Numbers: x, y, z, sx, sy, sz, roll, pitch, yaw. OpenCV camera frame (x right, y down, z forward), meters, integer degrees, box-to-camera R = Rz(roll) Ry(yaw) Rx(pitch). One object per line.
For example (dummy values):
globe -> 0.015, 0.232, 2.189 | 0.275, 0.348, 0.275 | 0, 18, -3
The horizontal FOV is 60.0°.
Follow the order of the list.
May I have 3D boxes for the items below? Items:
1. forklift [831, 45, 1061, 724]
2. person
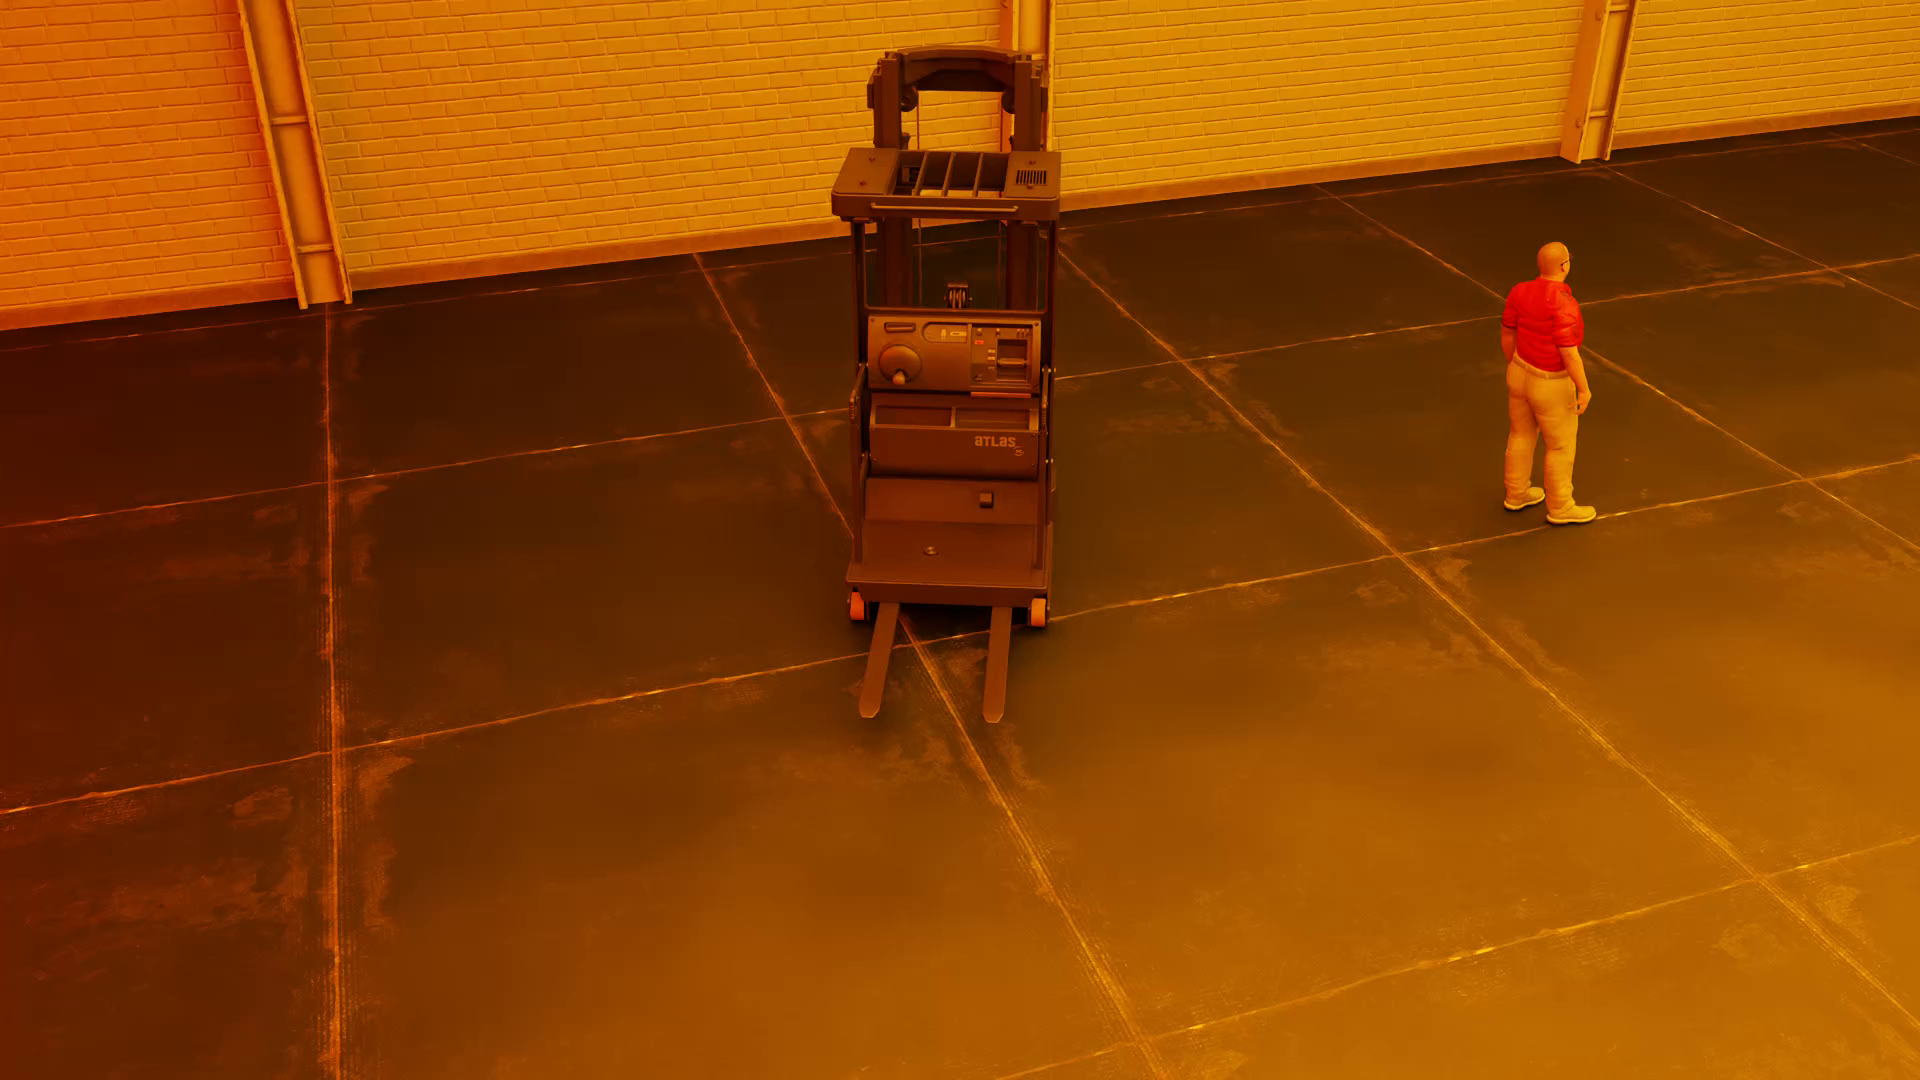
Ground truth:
forklift -> -0.044, -0.958, 8.751 | 1.130, 2.935, 3.031 | 2, 30, 3
person -> 3.551, -0.956, 9.940 | 0.551, 1.727, 0.640 | -14, 33, -24
